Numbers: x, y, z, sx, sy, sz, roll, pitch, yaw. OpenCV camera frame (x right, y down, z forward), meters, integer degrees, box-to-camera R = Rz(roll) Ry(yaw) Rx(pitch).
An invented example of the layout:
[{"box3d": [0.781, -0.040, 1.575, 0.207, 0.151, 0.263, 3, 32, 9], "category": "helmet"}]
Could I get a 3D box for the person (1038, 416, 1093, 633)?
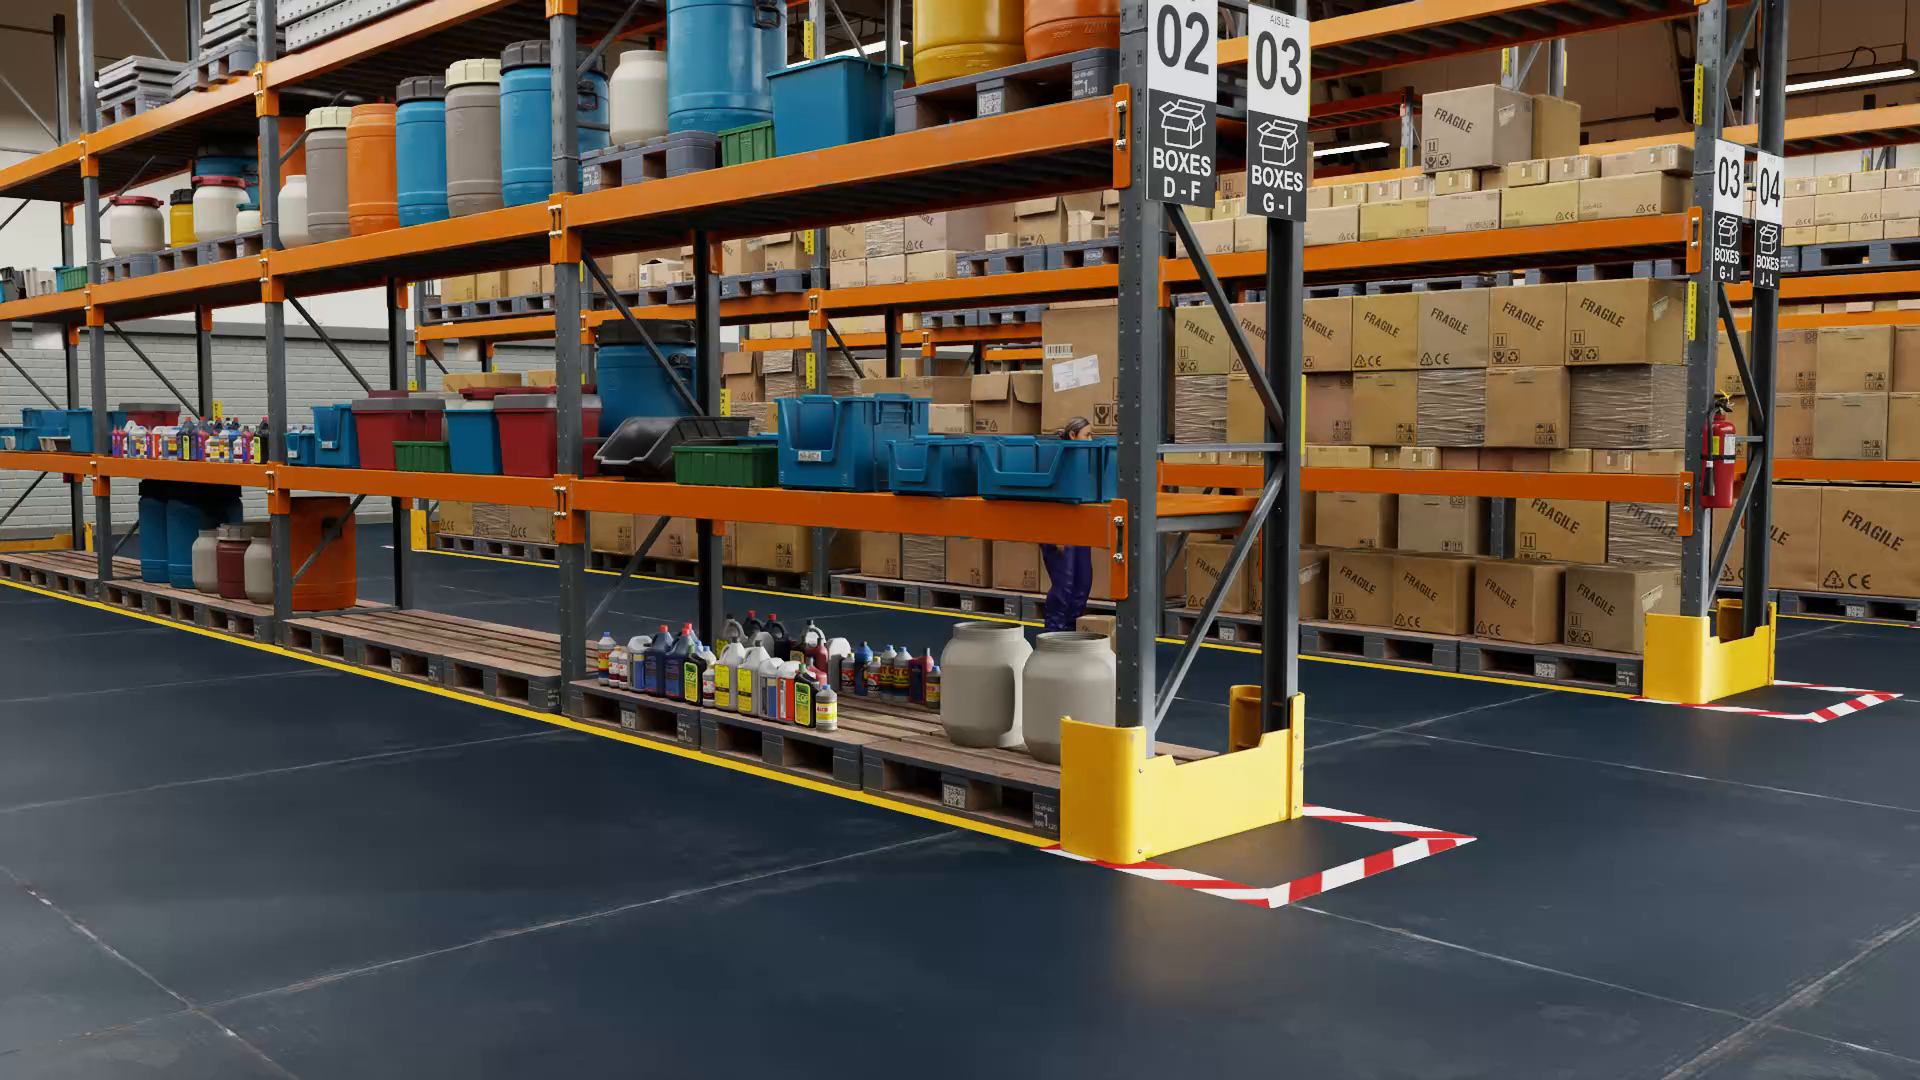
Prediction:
[{"box3d": [0.753, -0.041, 11.685, 0.369, 1.651, 0.544, 2, 5, 27], "category": "person"}]
